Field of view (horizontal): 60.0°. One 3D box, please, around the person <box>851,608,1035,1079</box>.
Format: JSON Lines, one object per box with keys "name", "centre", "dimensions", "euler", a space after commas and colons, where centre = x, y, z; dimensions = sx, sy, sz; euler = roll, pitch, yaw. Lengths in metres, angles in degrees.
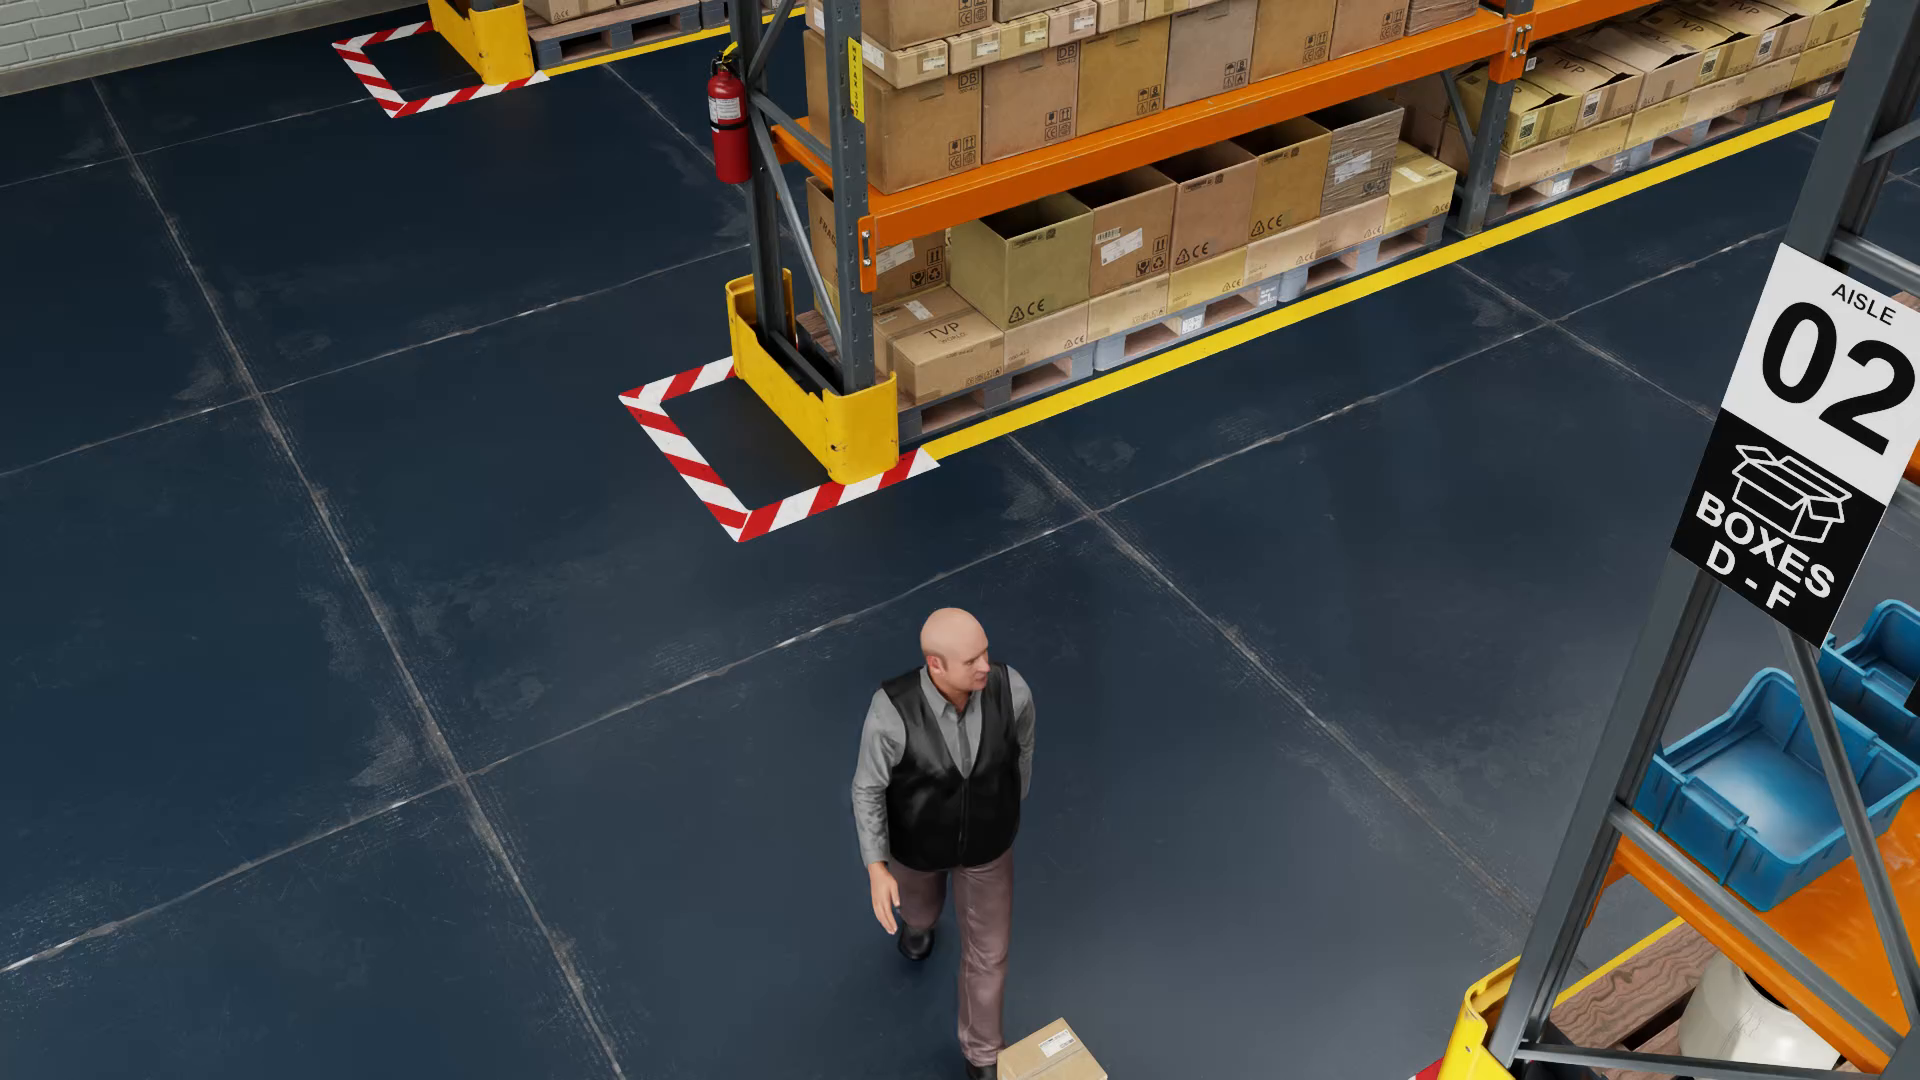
{"name": "person", "centre": [-0.015, 0.959, 5.077], "dimensions": [0.594, 1.673, 0.942], "euler": [-9, 41, -10]}
